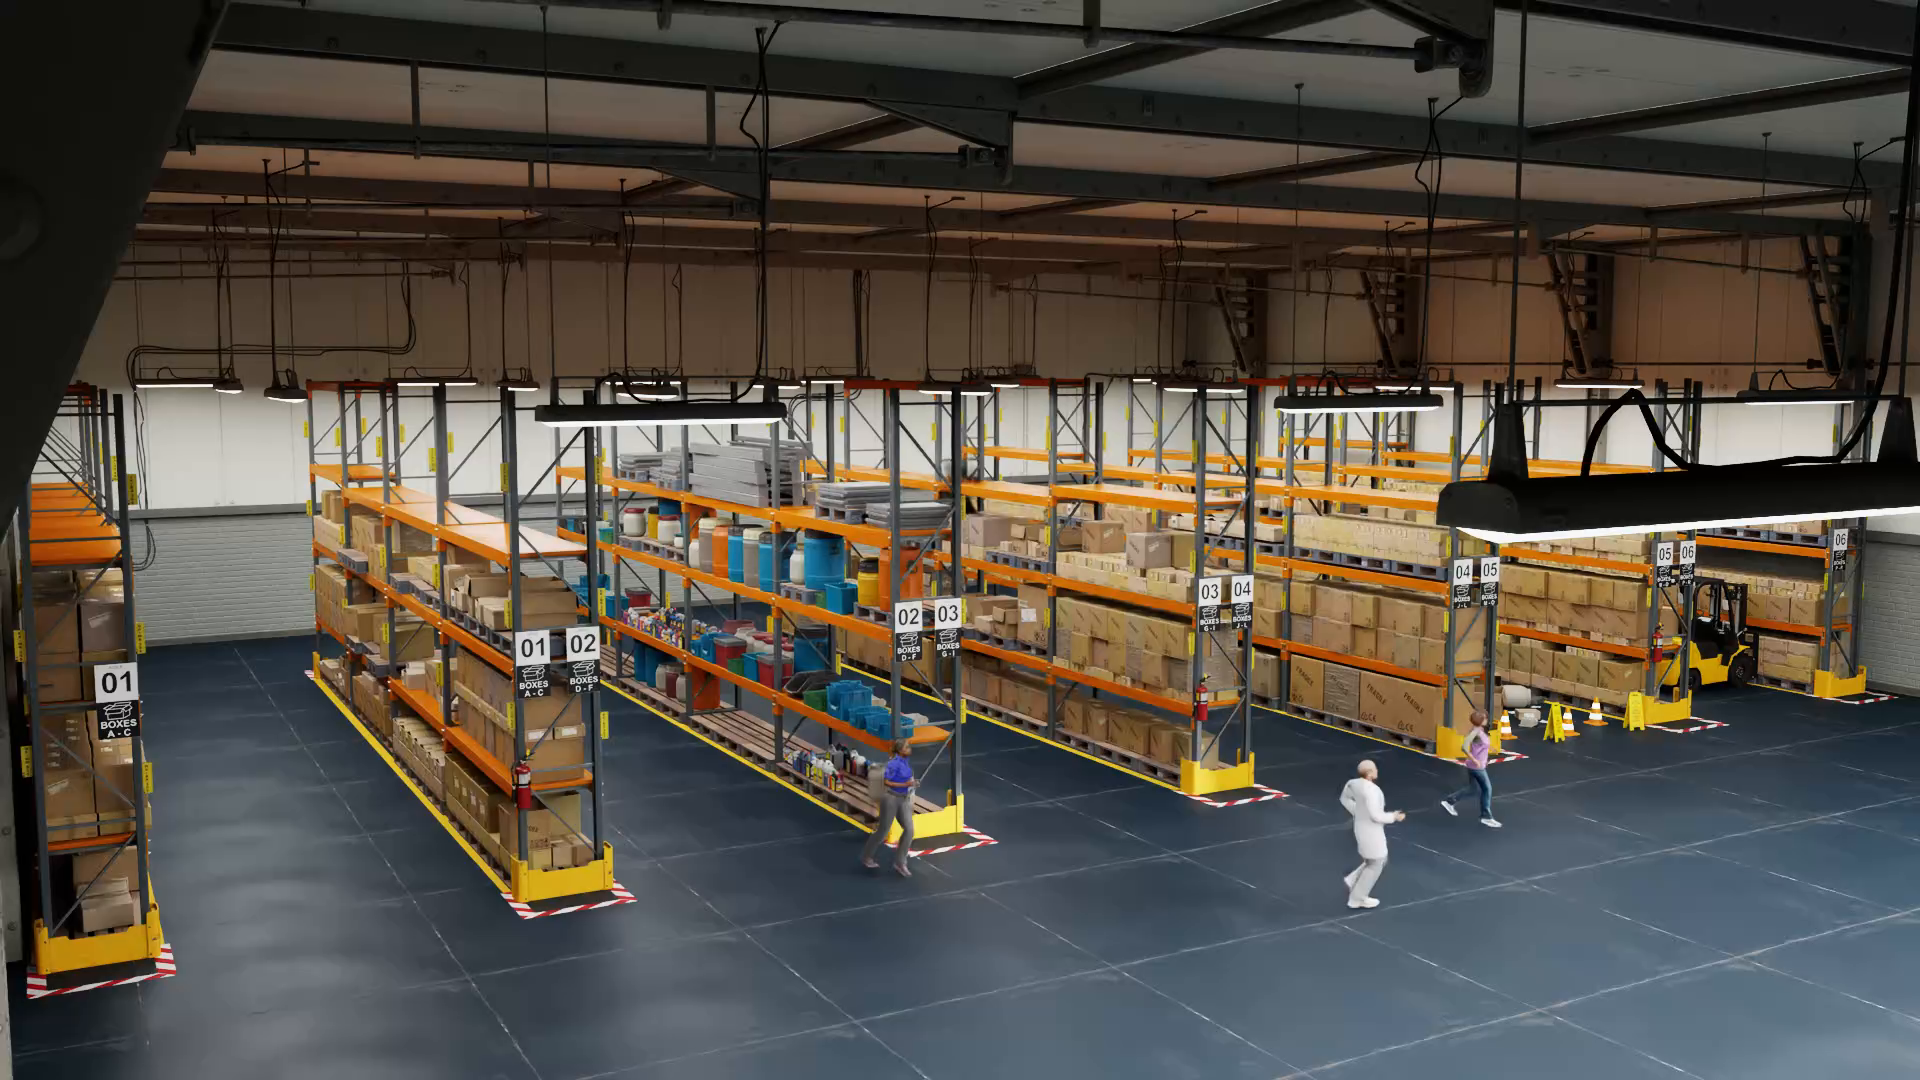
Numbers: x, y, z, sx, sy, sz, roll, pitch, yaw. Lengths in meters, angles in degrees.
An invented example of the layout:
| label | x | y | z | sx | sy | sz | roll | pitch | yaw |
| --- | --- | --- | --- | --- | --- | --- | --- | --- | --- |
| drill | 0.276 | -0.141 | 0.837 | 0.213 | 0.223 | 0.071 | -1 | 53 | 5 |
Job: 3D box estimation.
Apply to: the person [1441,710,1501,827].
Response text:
| label | x | y | z | sx | sy | sz | roll | pitch | yaw |
| --- | --- | --- | --- | --- | --- | --- | --- | --- | --- |
| person | 7.037 | 3.125 | 22.820 | 0.802 | 1.592 | 0.528 | 2 | 6 | 17 |

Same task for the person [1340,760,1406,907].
| label | x | y | z | sx | sy | sz | roll | pitch | yaw |
| --- | --- | --- | --- | --- | --- | --- | --- | --- | --- |
| person | 4.815 | 3.403 | 19.336 | 0.634 | 1.733 | 0.698 | -1 | 6 | -7 |

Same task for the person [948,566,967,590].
| label | x | y | z | sx | sy | sz | roll | pitch | yaw |
| --- | --- | --- | --- | --- | --- | --- | --- | --- | --- |
| person | -0.150 | 1.415 | 38.451 | 0.616 | 1.751 | 0.704 | -3 | 7 | -25 |

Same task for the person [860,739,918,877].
| label | x | y | z | sx | sy | sz | roll | pitch | yaw |
| --- | --- | --- | --- | --- | --- | --- | --- | --- | --- |
| person | -0.820 | 3.319 | 20.817 | 0.727 | 1.676 | 0.613 | 4 | 7 | 31 |
